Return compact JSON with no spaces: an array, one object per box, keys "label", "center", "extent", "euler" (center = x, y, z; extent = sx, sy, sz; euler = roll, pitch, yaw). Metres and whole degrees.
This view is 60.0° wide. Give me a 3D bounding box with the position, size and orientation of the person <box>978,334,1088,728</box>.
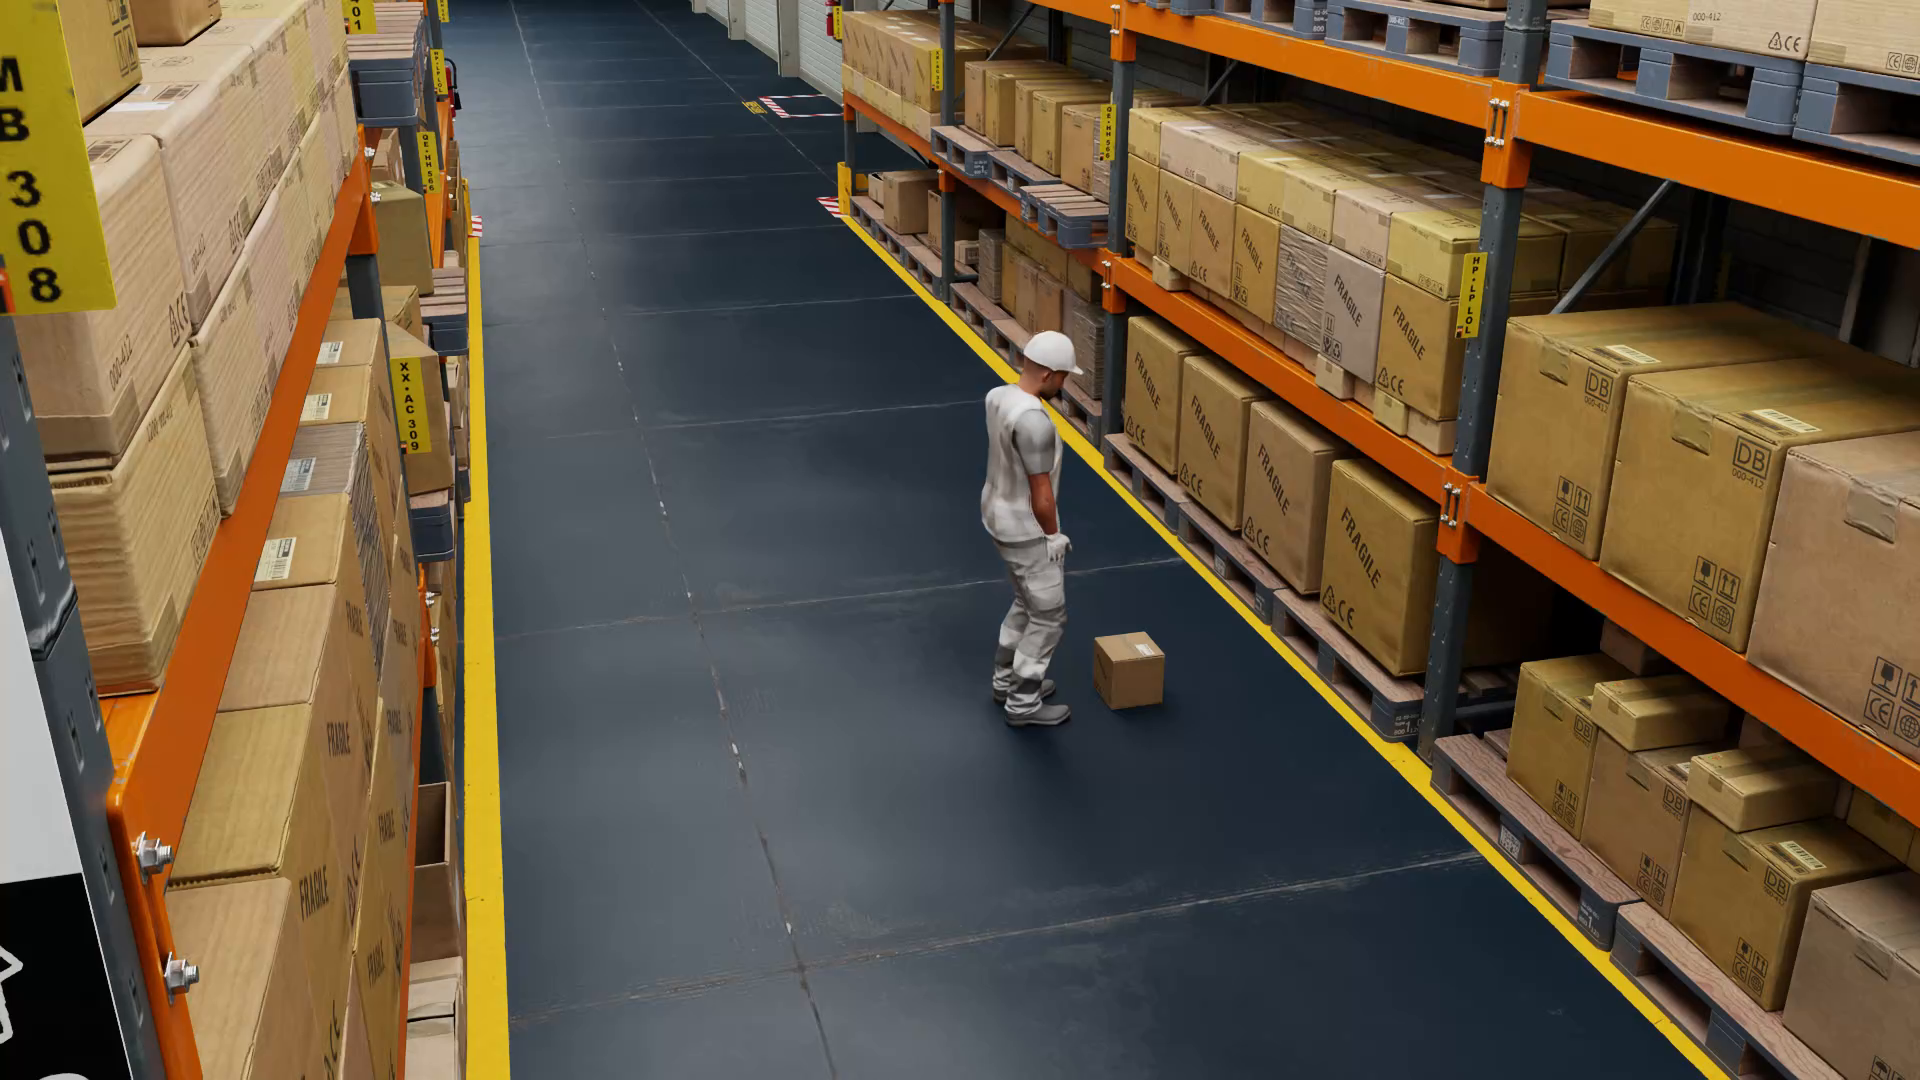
[{"label":"person","center":[0.316,-0.046,7.246],"extent":[0.459,1.735,0.544],"euler":[-6,23,-13]}]
